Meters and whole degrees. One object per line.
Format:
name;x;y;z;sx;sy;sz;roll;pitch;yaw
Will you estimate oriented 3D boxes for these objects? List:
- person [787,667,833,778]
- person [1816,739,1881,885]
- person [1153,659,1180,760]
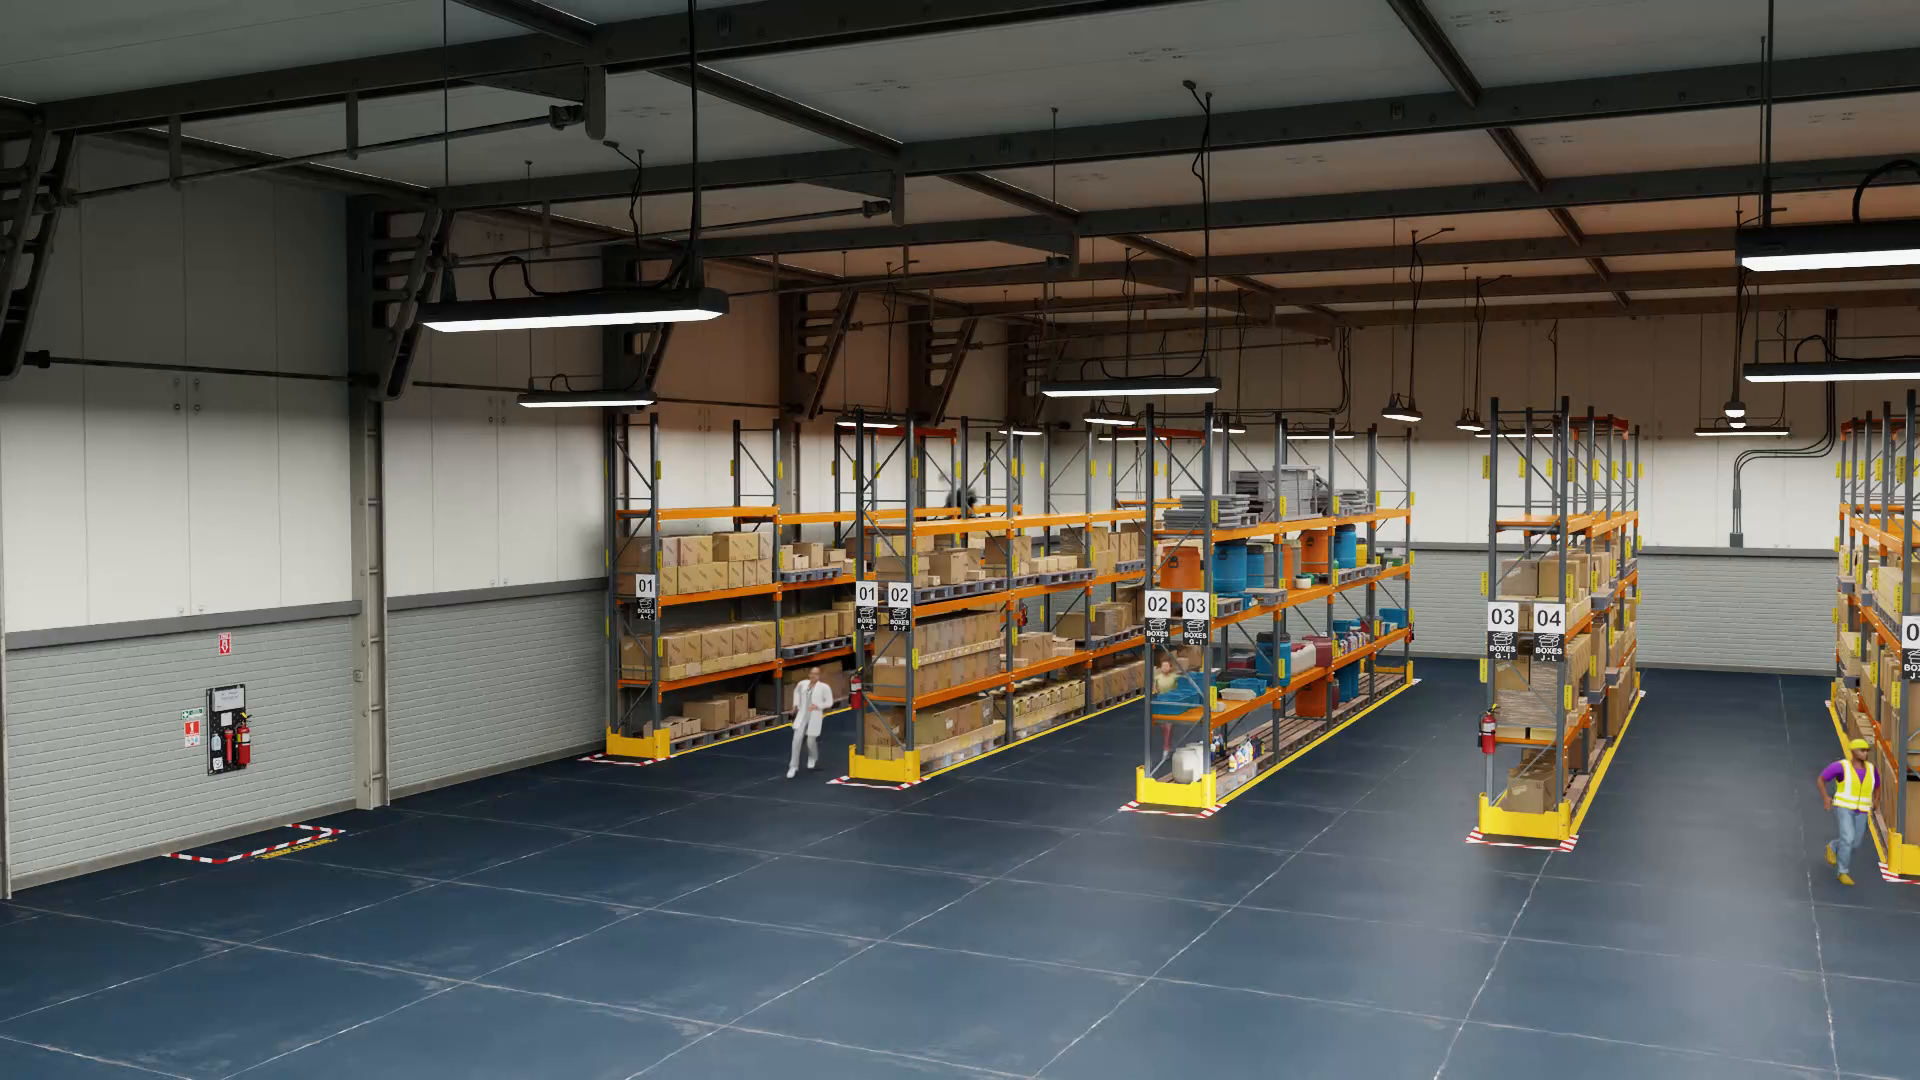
person;-2.439;2.970;27.424;0.733;1.771;1.009;1;2;12
person;10.914;3.299;20.381;0.749;1.738;0.772;0;2;2
person;3.597;2.922;29.022;0.573;1.687;0.910;1;3;21
